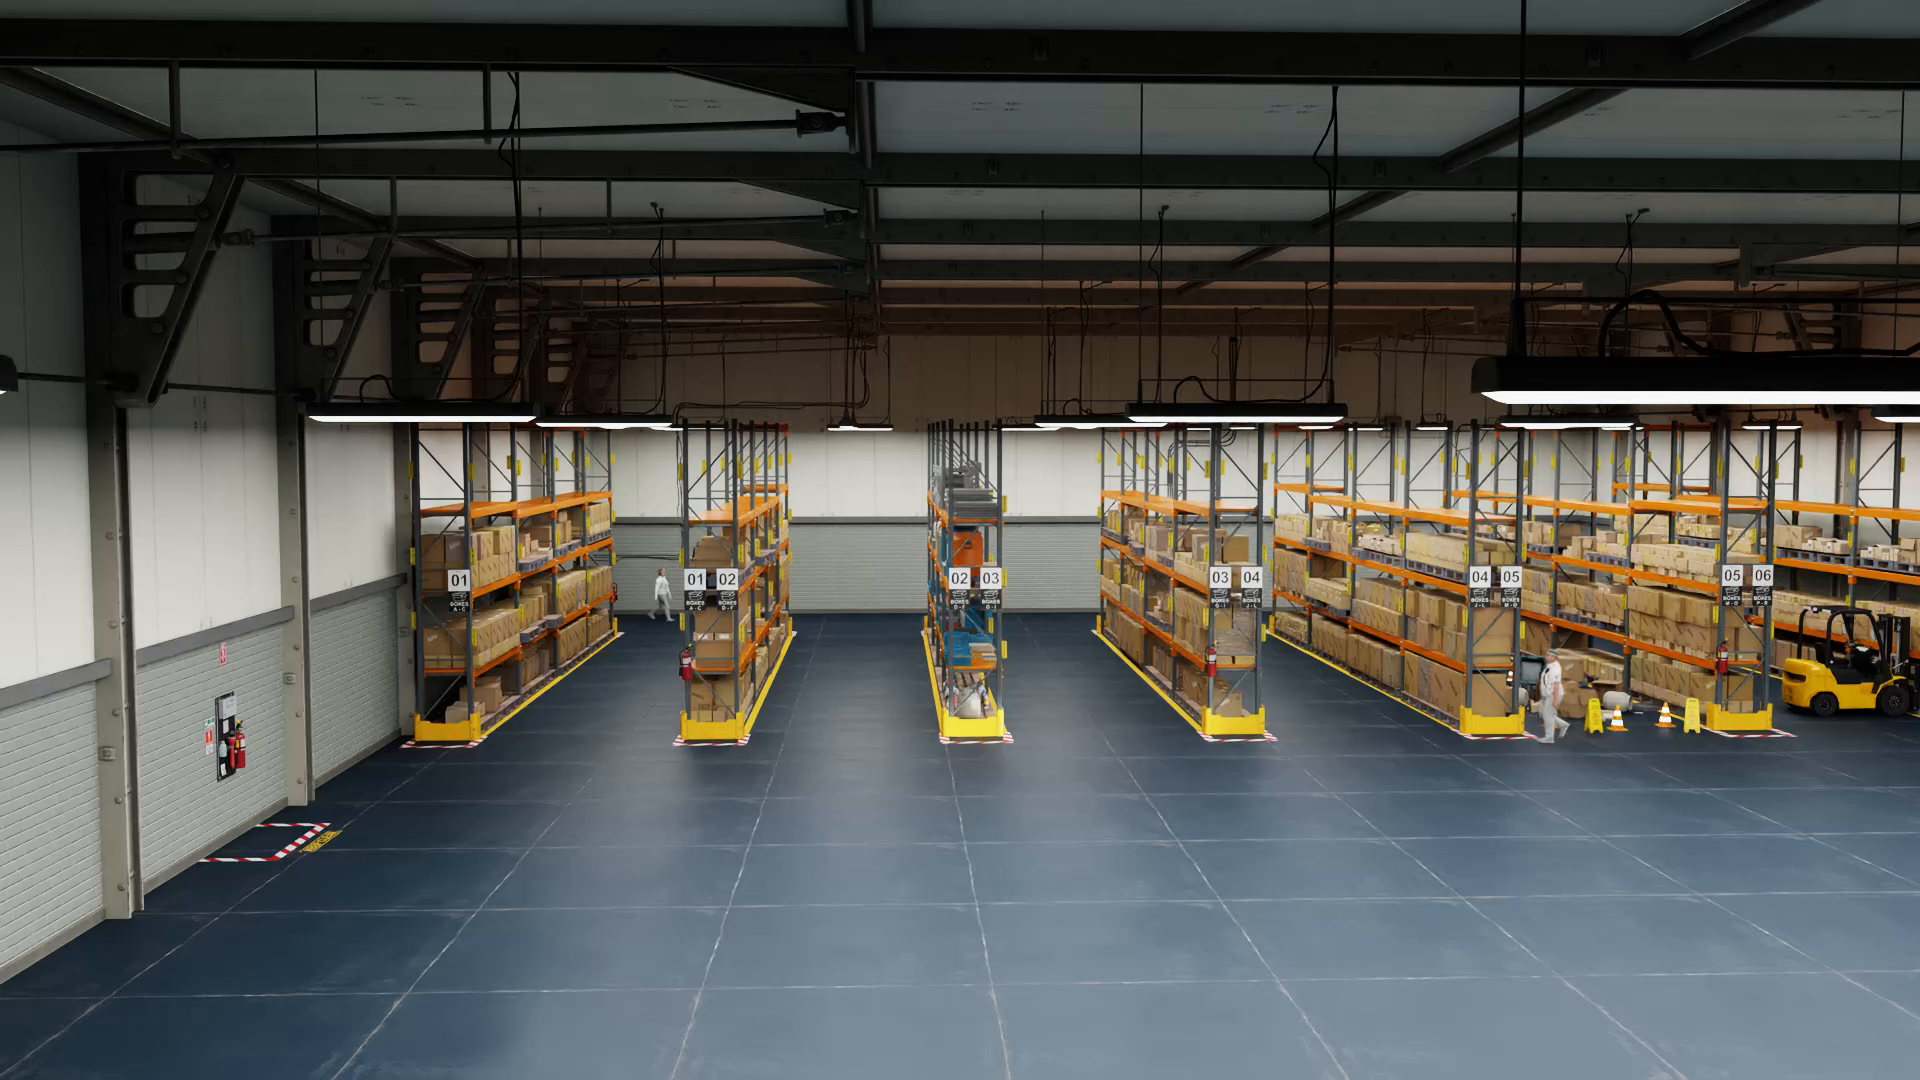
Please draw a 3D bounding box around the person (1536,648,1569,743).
[{"bbox_3d":[10.980,2.858,30.700,0.688,1.750,0.542,0,4,-4],"label":"person"}]

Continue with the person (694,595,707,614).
[{"bbox_3d":[-6.757,2.144,43.882,0.492,1.558,0.566,-1,4,-10],"label":"person"}]

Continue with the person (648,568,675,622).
[{"bbox_3d":[-9.069,1.654,50.521,0.952,1.647,0.483,1,4,15],"label":"person"}]

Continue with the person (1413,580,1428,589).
[{"bbox_3d":[14.173,1.581,51.282,0.478,1.750,0.560,-2,4,-28],"label":"person"}]

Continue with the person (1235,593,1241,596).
[{"bbox_3d":[7.652,2.011,45.080,0.529,1.662,0.496,0,4,2],"label":"person"}]
